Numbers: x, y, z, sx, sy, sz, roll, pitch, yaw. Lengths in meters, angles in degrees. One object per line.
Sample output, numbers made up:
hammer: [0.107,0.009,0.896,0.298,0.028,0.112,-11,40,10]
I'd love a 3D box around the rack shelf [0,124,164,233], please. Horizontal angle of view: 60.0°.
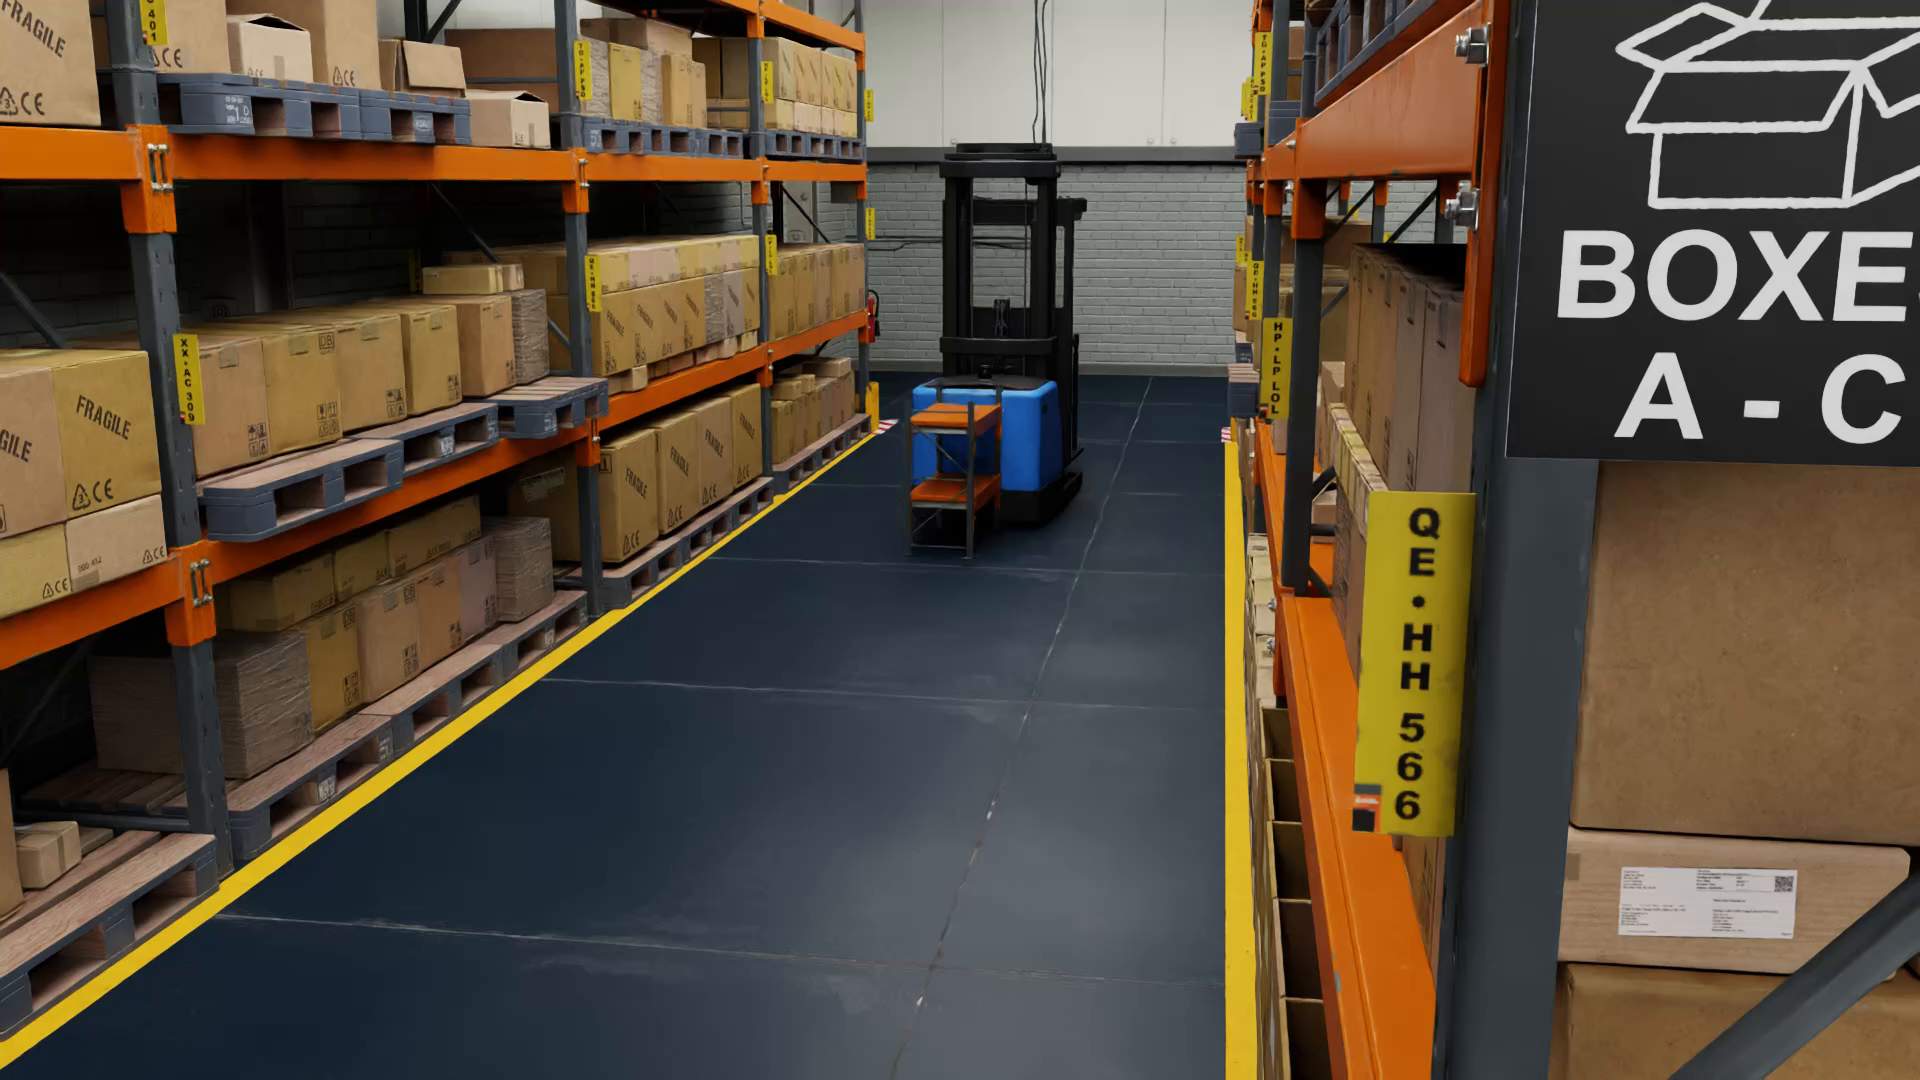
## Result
rack shelf: [-3.636,-0.872,4.007,1.077,0.370,4.000,2,12,9]

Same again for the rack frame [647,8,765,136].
rack frame: [-2.098,-4.772,13.274,1.000,3.000,0.127,2,12,9]

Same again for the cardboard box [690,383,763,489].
cardboard box: [-2.070,-0.854,13.441,0.750,0.750,0.750,2,12,9]

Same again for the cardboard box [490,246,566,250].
cardboard box: [-2.817,-1.787,10.896,0.500,0.250,0.500,1,12,7]

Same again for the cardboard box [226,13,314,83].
cardboard box: [-3.071,-2.041,6.939,0.500,0.311,0.500,2,12,10]

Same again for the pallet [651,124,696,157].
pallet: [-2.498,-2.749,11.457,1.003,0.211,1.213,2,12,11]

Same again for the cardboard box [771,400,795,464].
cardboard box: [-1.882,-0.975,14.832,0.700,0.500,0.500,2,12,9]

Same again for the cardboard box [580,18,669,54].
cardboard box: [-2.433,-3.641,12.088,0.500,0.250,0.500,1,12,7]

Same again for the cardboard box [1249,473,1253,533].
cardboard box: [2.174,-0.150,10.957,0.500,0.500,0.500,1,12,7]

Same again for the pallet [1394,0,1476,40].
pallet: [1.086,-0.751,1.946,1.003,0.211,1.213,2,12,9]

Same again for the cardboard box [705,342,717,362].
cardboard box: [-2.056,-1.435,12.580,0.380,0.149,0.250,2,12,9]

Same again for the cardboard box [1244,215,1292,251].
cardboard box: [3.083,-2.966,16.524,0.500,0.500,0.500,2,12,10]

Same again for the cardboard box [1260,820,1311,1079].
cardboard box: [1.032,1.053,4.237,0.500,0.500,0.500,2,12,9]

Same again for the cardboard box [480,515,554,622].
cardboard box: [-2.773,0.152,9.556,0.700,0.500,0.500,2,12,9]

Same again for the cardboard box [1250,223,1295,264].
cardboard box: [2.619,-2.330,13.576,0.500,0.500,0.500,2,12,9]

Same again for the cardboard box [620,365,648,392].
cardboard box: [-2.262,-1.059,10.836,0.380,0.149,0.250,2,12,10]

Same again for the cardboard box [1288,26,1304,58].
cardboard box: [2.444,-3.068,11.019,0.600,0.600,0.600,1,12,6]

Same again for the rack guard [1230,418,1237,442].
rack guard: [3.401,-1.274,17.219,1.175,0.500,0.348,2,12,9]

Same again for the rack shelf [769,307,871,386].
rack shelf: [-1.791,-1.904,15.914,1.077,0.370,4.000,2,12,9]

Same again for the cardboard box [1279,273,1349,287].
cardboard box: [2.586,-1.564,11.394,0.700,0.500,0.500,-1,12,-6]

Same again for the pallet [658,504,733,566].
pallet: [-2.328,-0.058,12.261,1.003,0.211,1.213,2,12,9]

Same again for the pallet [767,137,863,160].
pallet: [-1.587,-3.940,16.745,1.003,0.211,1.213,2,12,9]

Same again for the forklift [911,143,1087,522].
forklift: [0.452,-1.835,14.052,1.130,2.935,3.031,3,12,13]

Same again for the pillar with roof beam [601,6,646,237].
pillar with roof beam: [1.408,-4.806,13.433,9.100,9.000,0.400,2,12,9]

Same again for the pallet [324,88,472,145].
pallet: [-2.972,-1.889,7.465,1.213,0.211,1.003,2,12,9]

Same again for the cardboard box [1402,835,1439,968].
cardboard box: [1.194,0.461,2.999,0.700,0.500,0.500,2,12,9]

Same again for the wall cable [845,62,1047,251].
wall cable: [-0.260,-5.252,22.874,3.097,2.526,0.112,2,12,9]

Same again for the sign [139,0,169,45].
sign: [-2.791,-1.877,5.734,0.100,0.325,0.005,2,12,9]

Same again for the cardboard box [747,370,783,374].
cardboard box: [-1.903,-1.539,15.911,0.380,0.149,0.250,2,12,8]

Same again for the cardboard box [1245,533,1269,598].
cardboard box: [1.811,0.118,9.026,0.500,0.311,0.500,2,12,11]

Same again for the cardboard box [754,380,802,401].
cardboard box: [-1.649,-1.357,15.067,0.380,0.149,0.250,2,12,11]

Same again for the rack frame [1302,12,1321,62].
rack frame: [1.567,-2.946,4.805,1.000,3.000,0.127,2,12,9]

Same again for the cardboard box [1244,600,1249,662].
cardboard box: [1.735,0.497,8.599,0.500,0.250,0.500,2,12,7]

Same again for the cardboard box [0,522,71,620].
cardboard box: [-3.187,0.102,5.209,0.500,0.250,0.500,2,12,9]

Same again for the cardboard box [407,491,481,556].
cardboard box: [-2.922,-0.098,8.936,0.500,0.250,0.500,2,12,10]

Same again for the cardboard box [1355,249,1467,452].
cardboard box: [1.428,-0.499,4.372,0.700,0.500,0.500,2,12,9]

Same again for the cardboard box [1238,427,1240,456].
cardboard box: [2.720,-0.864,14.719,0.500,0.311,0.500,2,12,9]

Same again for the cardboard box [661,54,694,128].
cardboard box: [-2.364,-3.272,12.152,0.700,0.500,0.500,2,12,8]

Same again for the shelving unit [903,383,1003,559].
shelving unit: [-0.041,-0.531,12.275,0.538,1.125,1.048,3,12,12]

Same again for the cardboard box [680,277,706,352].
cardboard box: [-2.146,-1.624,11.917,0.500,0.500,0.500,2,12,10]

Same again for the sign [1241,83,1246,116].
sign: [2.876,-4.423,16.702,0.100,0.325,0.005,2,12,9]

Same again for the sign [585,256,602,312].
sign: [-2.176,-1.518,9.856,0.100,0.325,0.005,2,12,9]

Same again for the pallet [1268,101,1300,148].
pallet: [2.166,-2.076,8.336,1.213,0.211,1.003,2,12,11]

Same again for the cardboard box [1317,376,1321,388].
cardboard box: [2.083,-0.729,8.966,0.500,0.311,0.500,3,12,12]

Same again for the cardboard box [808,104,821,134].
cardboard box: [-1.567,-3.834,15.166,0.500,0.250,0.500,2,12,7]

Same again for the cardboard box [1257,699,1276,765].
cardboard box: [1.346,0.757,6.058,0.500,0.311,0.500,2,12,9]

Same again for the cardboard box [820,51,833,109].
cardboard box: [-1.486,-4.311,15.601,0.500,0.500,0.500,1,12,6]

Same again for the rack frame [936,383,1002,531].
rack frame: [0.067,-0.635,12.761,0.500,1.125,0.032,3,12,12]

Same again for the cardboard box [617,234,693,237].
cardboard box: [-2.426,-2.322,13.378,0.500,0.250,0.500,2,12,10]

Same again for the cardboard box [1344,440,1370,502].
cardboard box: [1.219,-0.169,4.383,0.380,0.149,0.250,2,12,8]

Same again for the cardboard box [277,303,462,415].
cardboard box: [-2.946,-0.912,8.323,0.700,0.500,0.500,2,12,9]

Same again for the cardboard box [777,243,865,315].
cardboard box: [-1.552,-2.712,17.244,0.980,0.700,0.700,2,12,11]

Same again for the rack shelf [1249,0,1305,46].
rack shelf: [3.105,-4.675,14.541,1.077,0.370,4.000,2,12,9]
